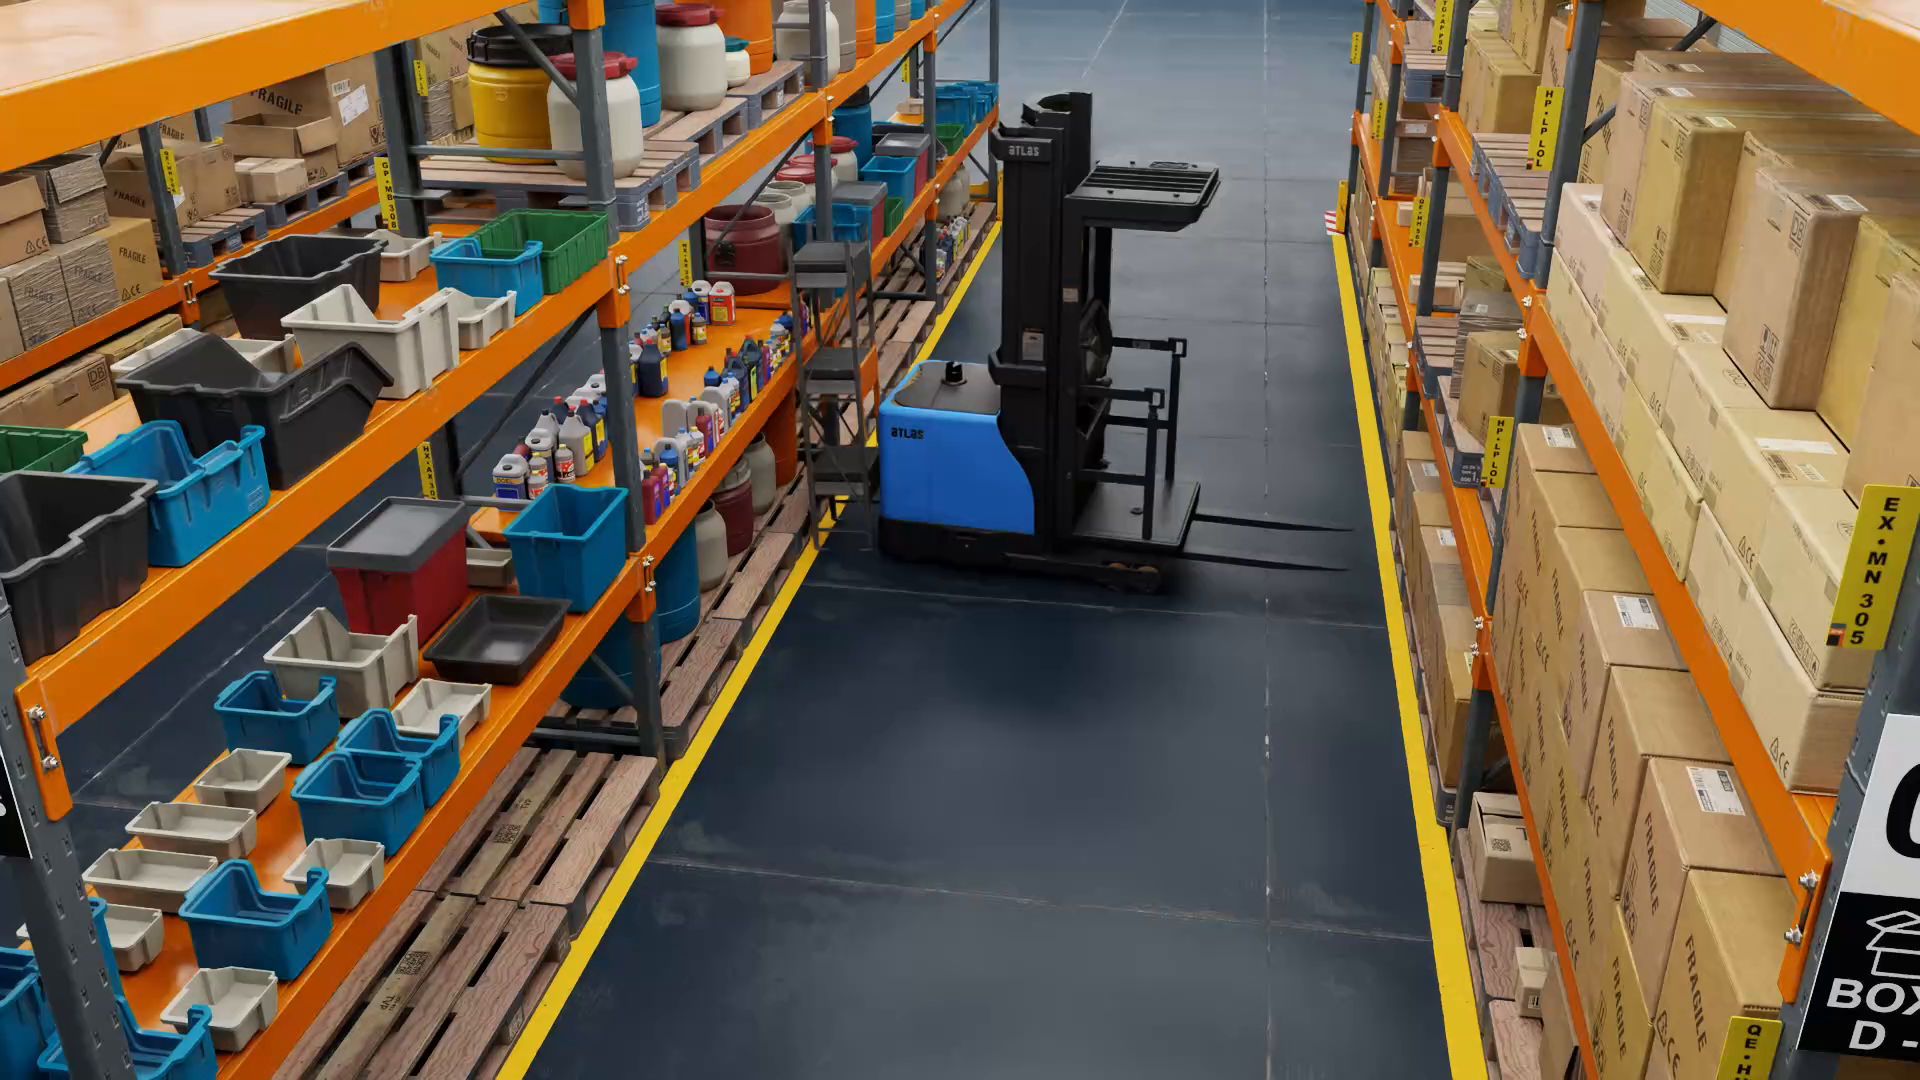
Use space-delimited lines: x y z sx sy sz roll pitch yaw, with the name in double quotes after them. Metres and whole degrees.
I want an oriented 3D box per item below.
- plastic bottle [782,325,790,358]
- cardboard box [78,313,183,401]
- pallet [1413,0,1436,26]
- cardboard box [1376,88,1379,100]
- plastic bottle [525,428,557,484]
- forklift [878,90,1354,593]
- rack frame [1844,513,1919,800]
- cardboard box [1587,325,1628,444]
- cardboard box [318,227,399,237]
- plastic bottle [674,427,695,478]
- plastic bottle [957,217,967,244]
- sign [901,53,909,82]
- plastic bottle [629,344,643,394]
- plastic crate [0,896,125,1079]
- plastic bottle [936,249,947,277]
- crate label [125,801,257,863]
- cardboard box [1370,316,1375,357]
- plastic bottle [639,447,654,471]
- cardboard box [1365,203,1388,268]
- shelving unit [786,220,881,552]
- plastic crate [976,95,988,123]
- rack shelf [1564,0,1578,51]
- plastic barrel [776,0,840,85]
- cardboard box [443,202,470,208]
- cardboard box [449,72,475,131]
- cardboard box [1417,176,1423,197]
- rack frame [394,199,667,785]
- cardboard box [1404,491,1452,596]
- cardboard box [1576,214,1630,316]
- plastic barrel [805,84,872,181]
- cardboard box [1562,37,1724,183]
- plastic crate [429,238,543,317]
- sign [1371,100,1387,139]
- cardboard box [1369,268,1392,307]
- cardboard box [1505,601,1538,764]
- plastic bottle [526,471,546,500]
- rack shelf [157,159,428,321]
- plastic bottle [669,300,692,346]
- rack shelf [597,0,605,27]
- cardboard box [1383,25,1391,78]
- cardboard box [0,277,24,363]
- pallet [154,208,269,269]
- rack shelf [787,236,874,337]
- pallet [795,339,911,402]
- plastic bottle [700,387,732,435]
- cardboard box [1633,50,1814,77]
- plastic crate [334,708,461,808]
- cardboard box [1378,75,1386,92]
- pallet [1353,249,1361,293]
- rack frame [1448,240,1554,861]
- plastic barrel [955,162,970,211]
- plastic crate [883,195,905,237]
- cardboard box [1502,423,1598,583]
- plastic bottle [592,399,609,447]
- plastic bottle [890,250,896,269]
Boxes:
-1.144 -1.278 10.675 0.097 0.201 0.097 0 25 0 "plastic bottle"
-6.396 -1.116 12.106 1.225 0.875 0.875 3 25 6 "cardboard box"
4.032 -4.062 13.078 0.805 0.209 1.217 3 25 6 "pallet"
4.647 -4.464 17.131 0.700 0.500 0.500 5 25 10 "cardboard box"
-2.225 -0.443 8.804 0.152 0.276 0.135 4 25 9 "plastic bottle"
1.039 -1.242 10.447 3.031 2.935 1.130 6 26 13 "forklift"
2.202 -0.858 2.469 1.000 3.000 0.127 4 25 9 "rack frame"
2.364 -0.501 5.420 0.500 0.250 0.500 4 25 9 "cardboard box"
-5.730 -2.660 15.824 0.700 0.500 0.500 2 25 4 "cardboard box"
-1.473 -0.468 8.862 0.097 0.271 0.097 0 25 0 "plastic bottle"
-0.005 -3.241 17.331 0.152 0.276 0.135 4 25 9 "plastic bottle"
-0.611 -5.343 18.800 0.100 0.325 0.005 4 25 9 "sign"
-1.993 -1.037 10.074 0.152 0.276 0.135 4 25 9 "plastic bottle"
-2.813 1.318 4.784 0.616 0.435 0.499 4 25 9 "plastic crate"
-0.212 -2.711 16.196 0.152 0.276 0.135 5 26 10 "plastic bottle"
-2.646 1.014 5.785 0.396 0.136 0.243 4 25 9 "crate label"
3.768 -1.740 14.177 0.500 0.250 0.500 5 25 10 "cardboard box"
-1.645 -0.390 8.779 0.097 0.201 0.097 0 25 0 "plastic bottle"
4.117 -2.862 15.690 0.500 0.500 0.500 4 25 9 "cardboard box"
-0.783 -0.989 10.855 0.431 2.100 0.503 1 24 10 "shelving unit"
0.033 -4.609 17.734 0.499 0.251 0.408 4 25 9 "plastic crate"
3.183 -2.861 8.067 1.077 0.370 4.000 4 25 9 "rack shelf"
-1.023 -3.350 11.198 0.421 0.512 0.421 0 25 0 "plastic barrel"
-5.418 -3.311 17.238 0.500 0.500 0.500 13 28 25 "cardboard box"
-5.358 -4.419 16.683 0.875 0.500 0.500 4 25 9 "cardboard box"
4.126 -2.883 14.048 0.500 0.250 0.500 6 26 12 "cardboard box"
-2.030 -0.159 8.051 1.000 3.000 0.127 4 25 9 "rack frame"
2.987 0.045 10.045 0.500 0.500 0.500 4 25 8 "cardboard box"
2.452 -0.936 5.760 0.500 0.250 0.500 4 25 9 "cardboard box"
-1.085 -3.591 14.793 0.600 0.901 0.708 4 25 9 "plastic barrel"
3.098 -1.940 7.587 0.600 0.600 0.600 4 25 8 "cardboard box"
-1.864 -1.039 6.590 0.416 0.233 0.300 4 25 9 "plastic crate"
3.616 -3.626 14.343 0.100 0.325 0.005 4 25 9 "sign"
3.850 -2.203 14.506 0.500 0.311 0.500 4 25 9 "cardboard box"
2.424 0.549 6.421 0.500 0.500 0.500 4 25 9 "cardboard box"
-2.158 -0.255 8.492 0.097 0.201 0.097 0 25 0 "plastic bottle"
-5.936 -2.686 14.298 1.077 0.370 4.000 4 25 9 "rack shelf"
-1.841 -1.424 10.899 0.152 0.276 0.135 4 25 9 "plastic bottle"
-1.703 -3.206 8.804 1.077 0.370 4.000 4 25 9 "rack shelf"
4.558 -4.818 16.357 0.700 0.500 0.500 4 25 9 "cardboard box"
-6.352 -1.359 10.496 0.500 0.500 0.500 5 25 10 "cardboard box"
-6.251 -2.394 13.052 1.213 0.211 1.003 4 25 9 "pallet"
-0.816 -1.616 10.576 0.431 0.518 0.480 1 24 10 "rack shelf"
-1.010 -1.399 13.990 1.003 0.211 1.213 4 25 9 "pallet"
-1.389 -0.754 9.469 0.152 0.276 0.135 4 25 9 "plastic bottle"
2.814 -1.465 6.006 0.700 0.500 0.500 4 25 9 "cardboard box"
-2.054 0.806 6.117 0.416 0.233 0.300 4 25 9 "plastic crate"
4.332 -4.484 16.408 0.380 0.149 0.250 4 25 8 "cardboard box"
4.532 -2.739 16.852 1.003 0.211 1.213 4 25 9 "pallet"
2.856 0.186 7.315 1.000 3.000 0.127 4 25 9 "rack frame"
-0.101 -3.961 18.613 0.421 0.512 0.421 0 25 0 "plastic barrel"
-0.729 -2.661 13.647 0.450 0.188 0.662 4 25 9 "plastic crate"
2.502 -0.135 6.702 0.500 0.500 0.500 5 25 10 "cardboard box"
-2.016 -0.651 9.254 0.097 0.271 0.097 0 25 0 "plastic bottle"
-0.720 -2.840 16.474 0.152 0.276 0.135 4 25 9 "plastic bottle"
